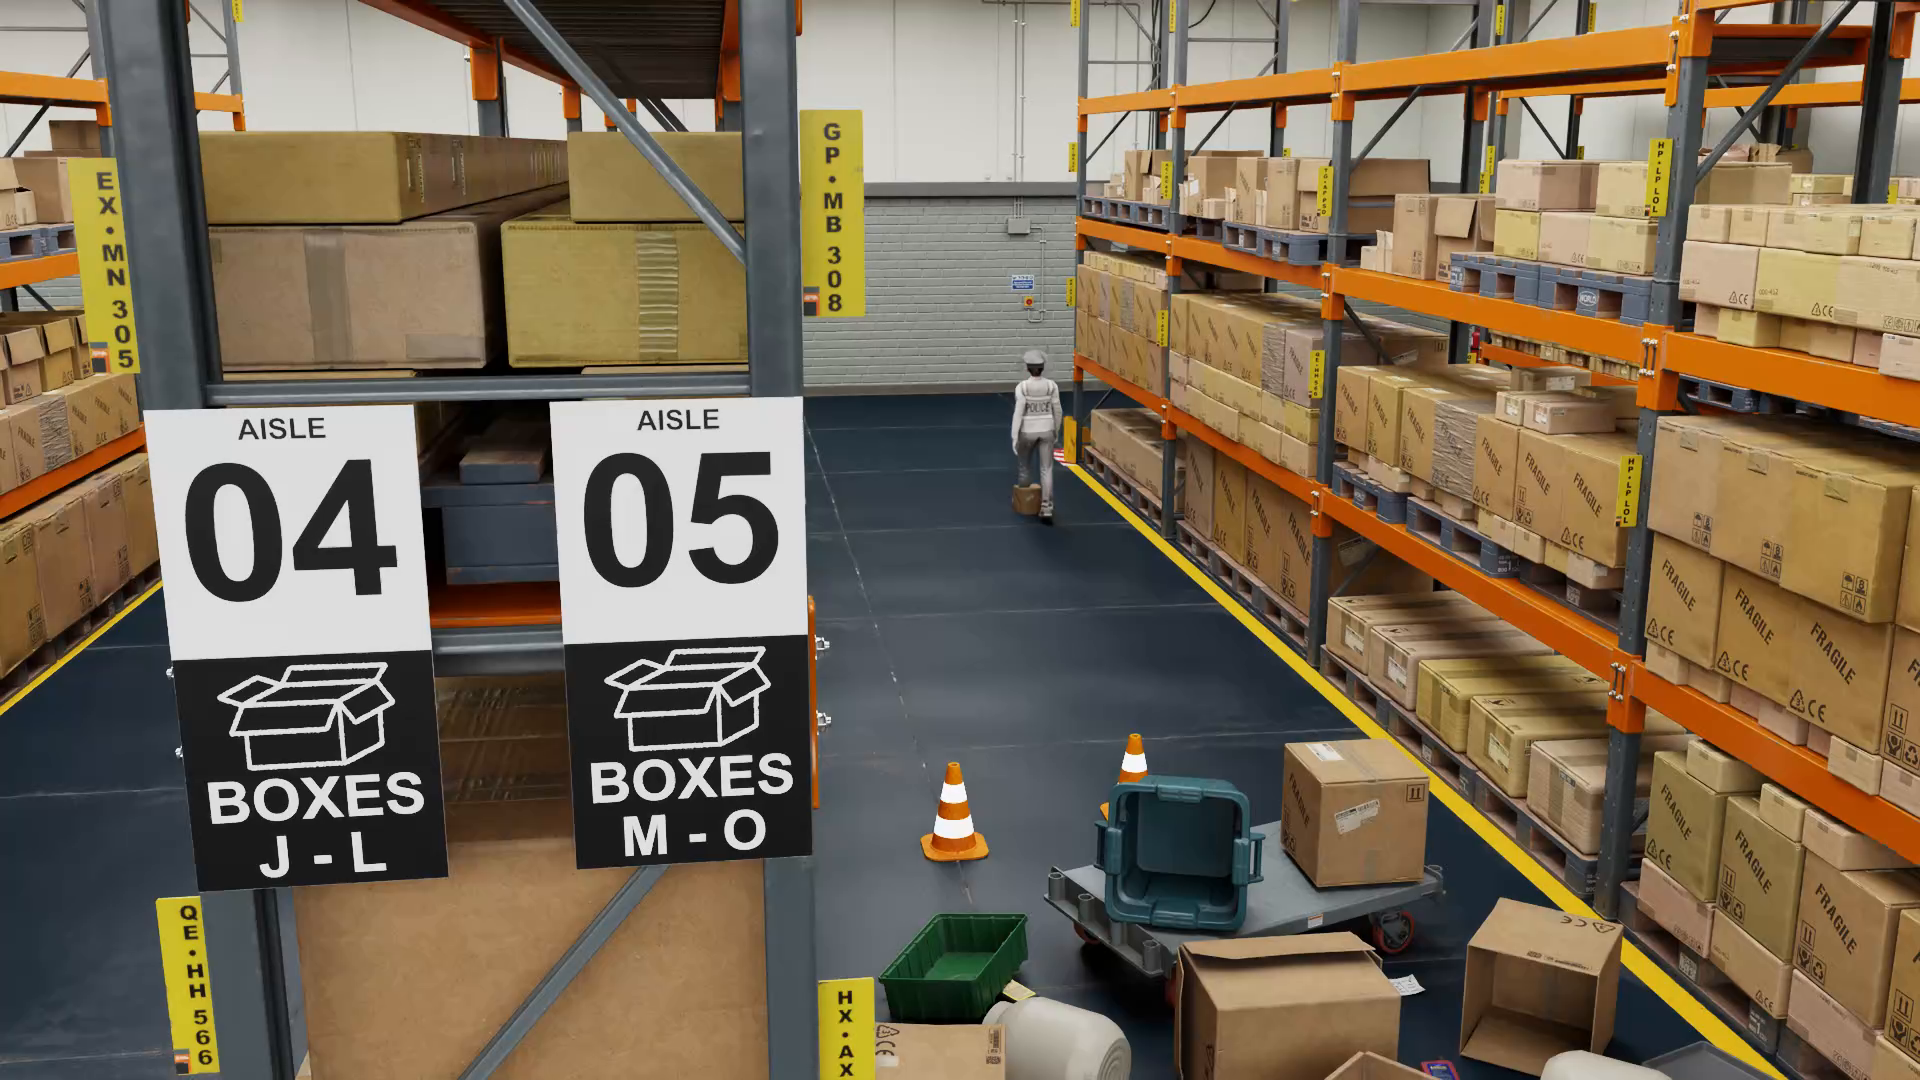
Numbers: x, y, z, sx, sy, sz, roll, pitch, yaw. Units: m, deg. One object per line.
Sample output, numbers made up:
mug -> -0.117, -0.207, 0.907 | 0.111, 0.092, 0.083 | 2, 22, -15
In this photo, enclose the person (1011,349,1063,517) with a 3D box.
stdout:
person -> 0.753, -1.079, 16.472 | 0.523, 1.628, 1.003 | -1, 13, -3
